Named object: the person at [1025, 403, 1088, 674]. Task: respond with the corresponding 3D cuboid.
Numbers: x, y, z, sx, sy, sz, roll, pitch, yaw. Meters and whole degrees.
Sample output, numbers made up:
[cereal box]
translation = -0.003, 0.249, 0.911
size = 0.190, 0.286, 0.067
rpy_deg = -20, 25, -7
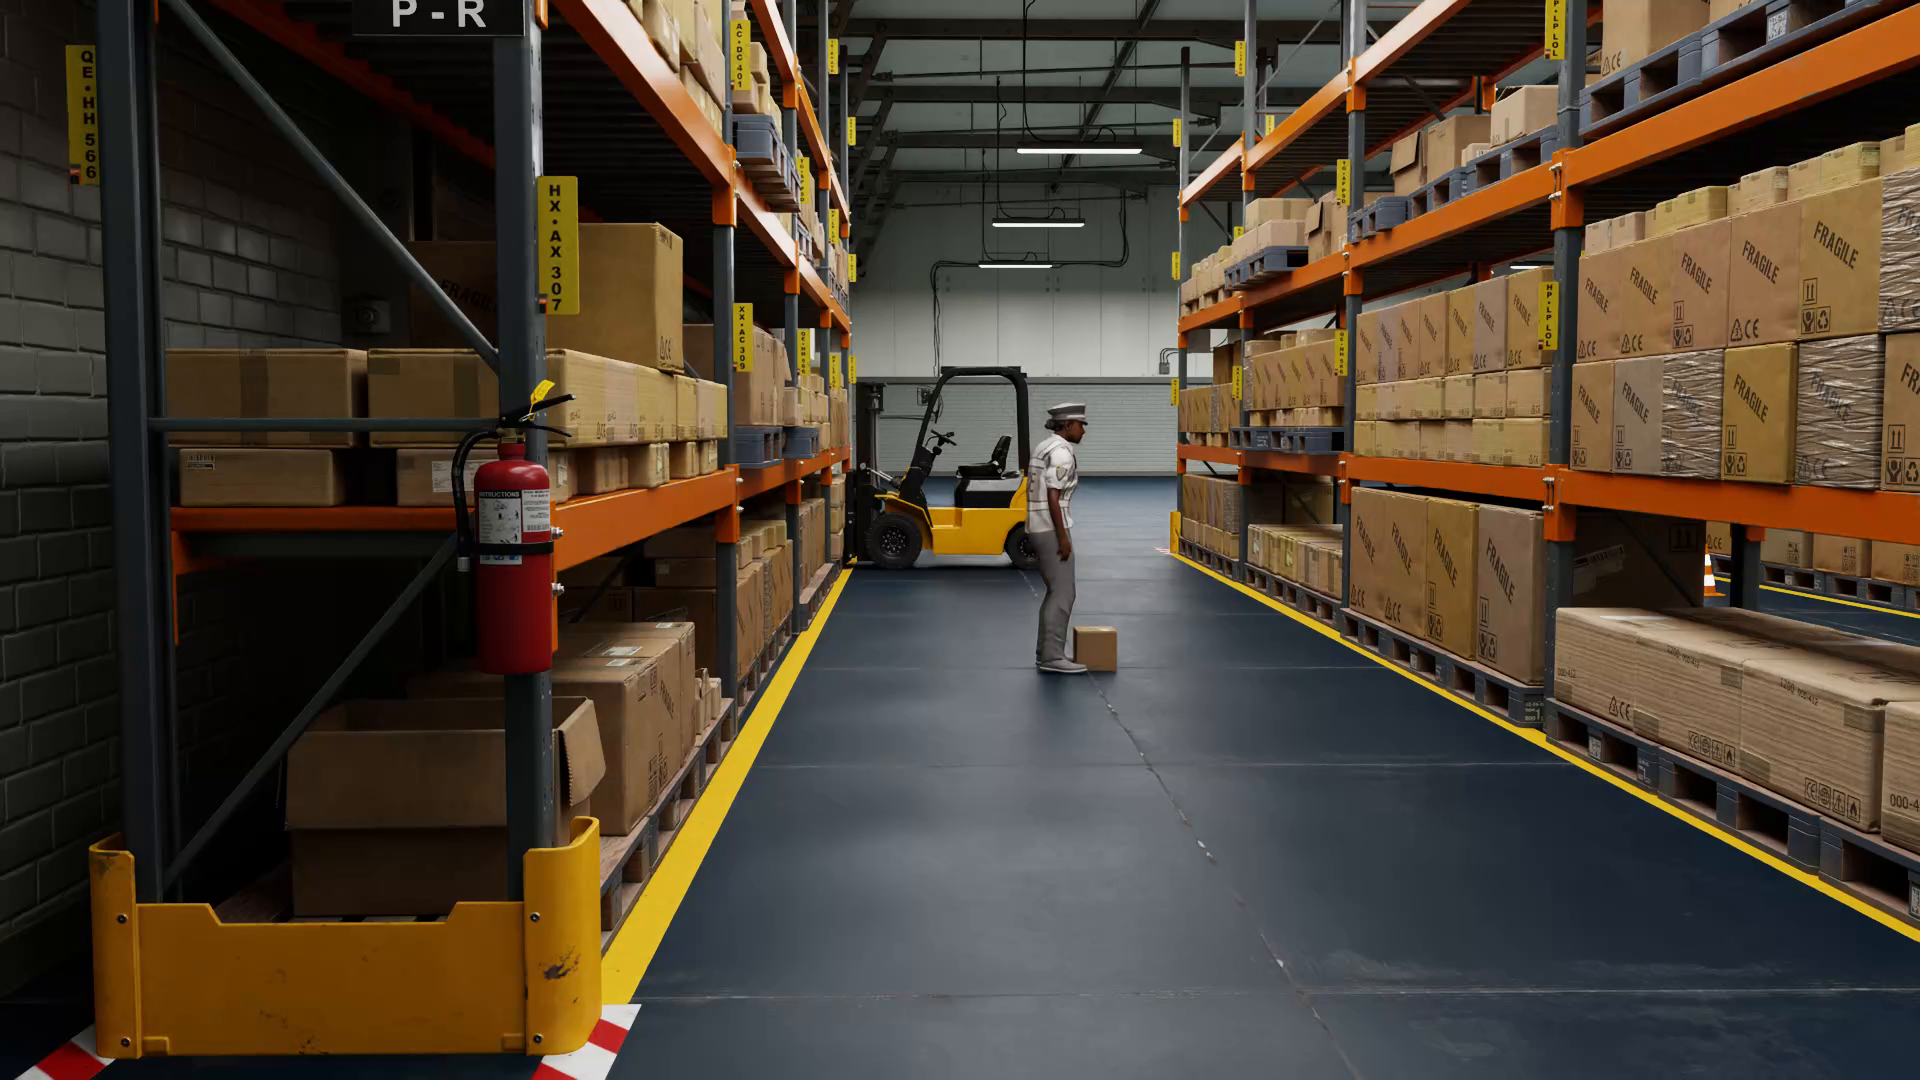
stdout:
[person]
translation = 0.604, -0.021, 10.330
size = 0.397, 1.656, 0.518
rpy_deg = 0, 4, -3
